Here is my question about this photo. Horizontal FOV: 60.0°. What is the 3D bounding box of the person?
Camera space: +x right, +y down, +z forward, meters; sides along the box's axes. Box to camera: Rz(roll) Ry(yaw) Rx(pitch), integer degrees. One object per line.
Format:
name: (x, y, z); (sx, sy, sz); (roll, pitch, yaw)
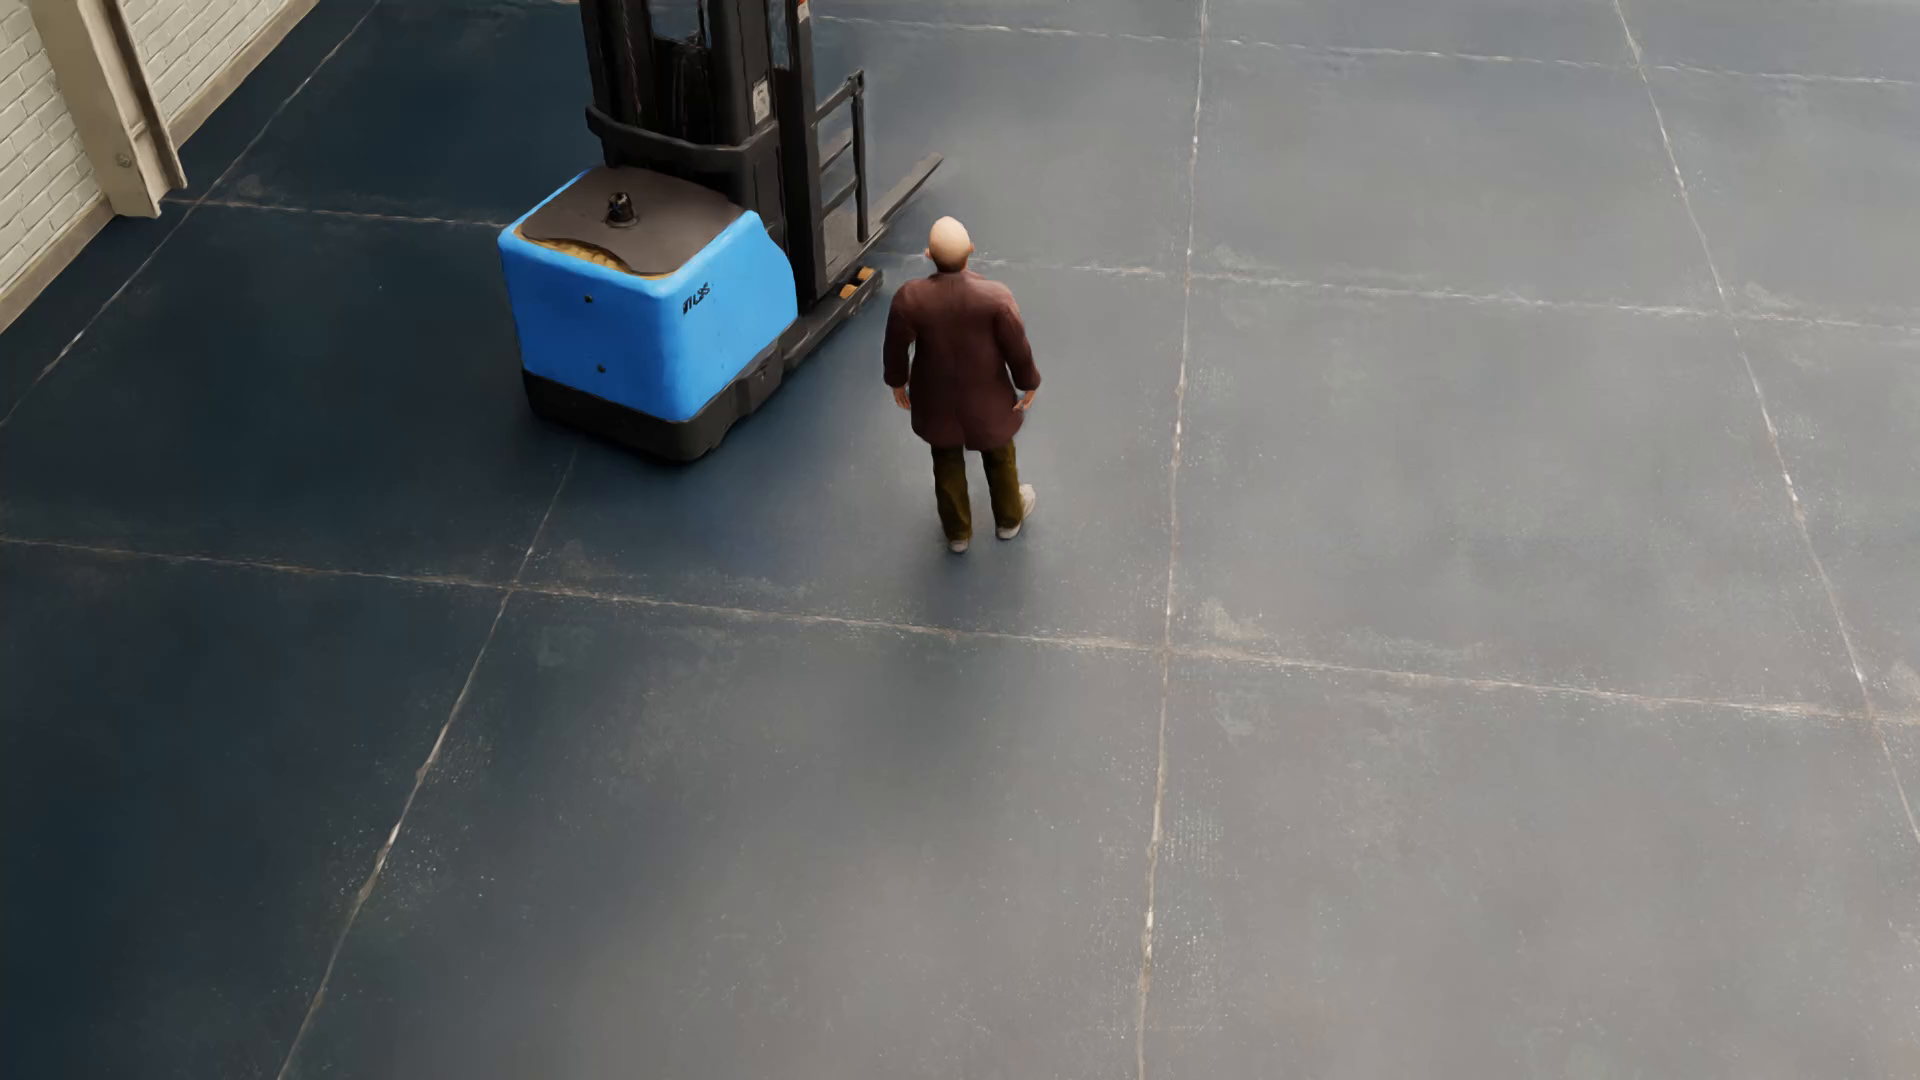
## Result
person: (0.017, -0.688, 7.381); (0.694, 1.687, 0.580); (5, 43, 6)

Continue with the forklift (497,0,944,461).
forklift: (-1.091, -2.462, 8.404); (1.130, 2.935, 3.031); (19, 46, 20)
